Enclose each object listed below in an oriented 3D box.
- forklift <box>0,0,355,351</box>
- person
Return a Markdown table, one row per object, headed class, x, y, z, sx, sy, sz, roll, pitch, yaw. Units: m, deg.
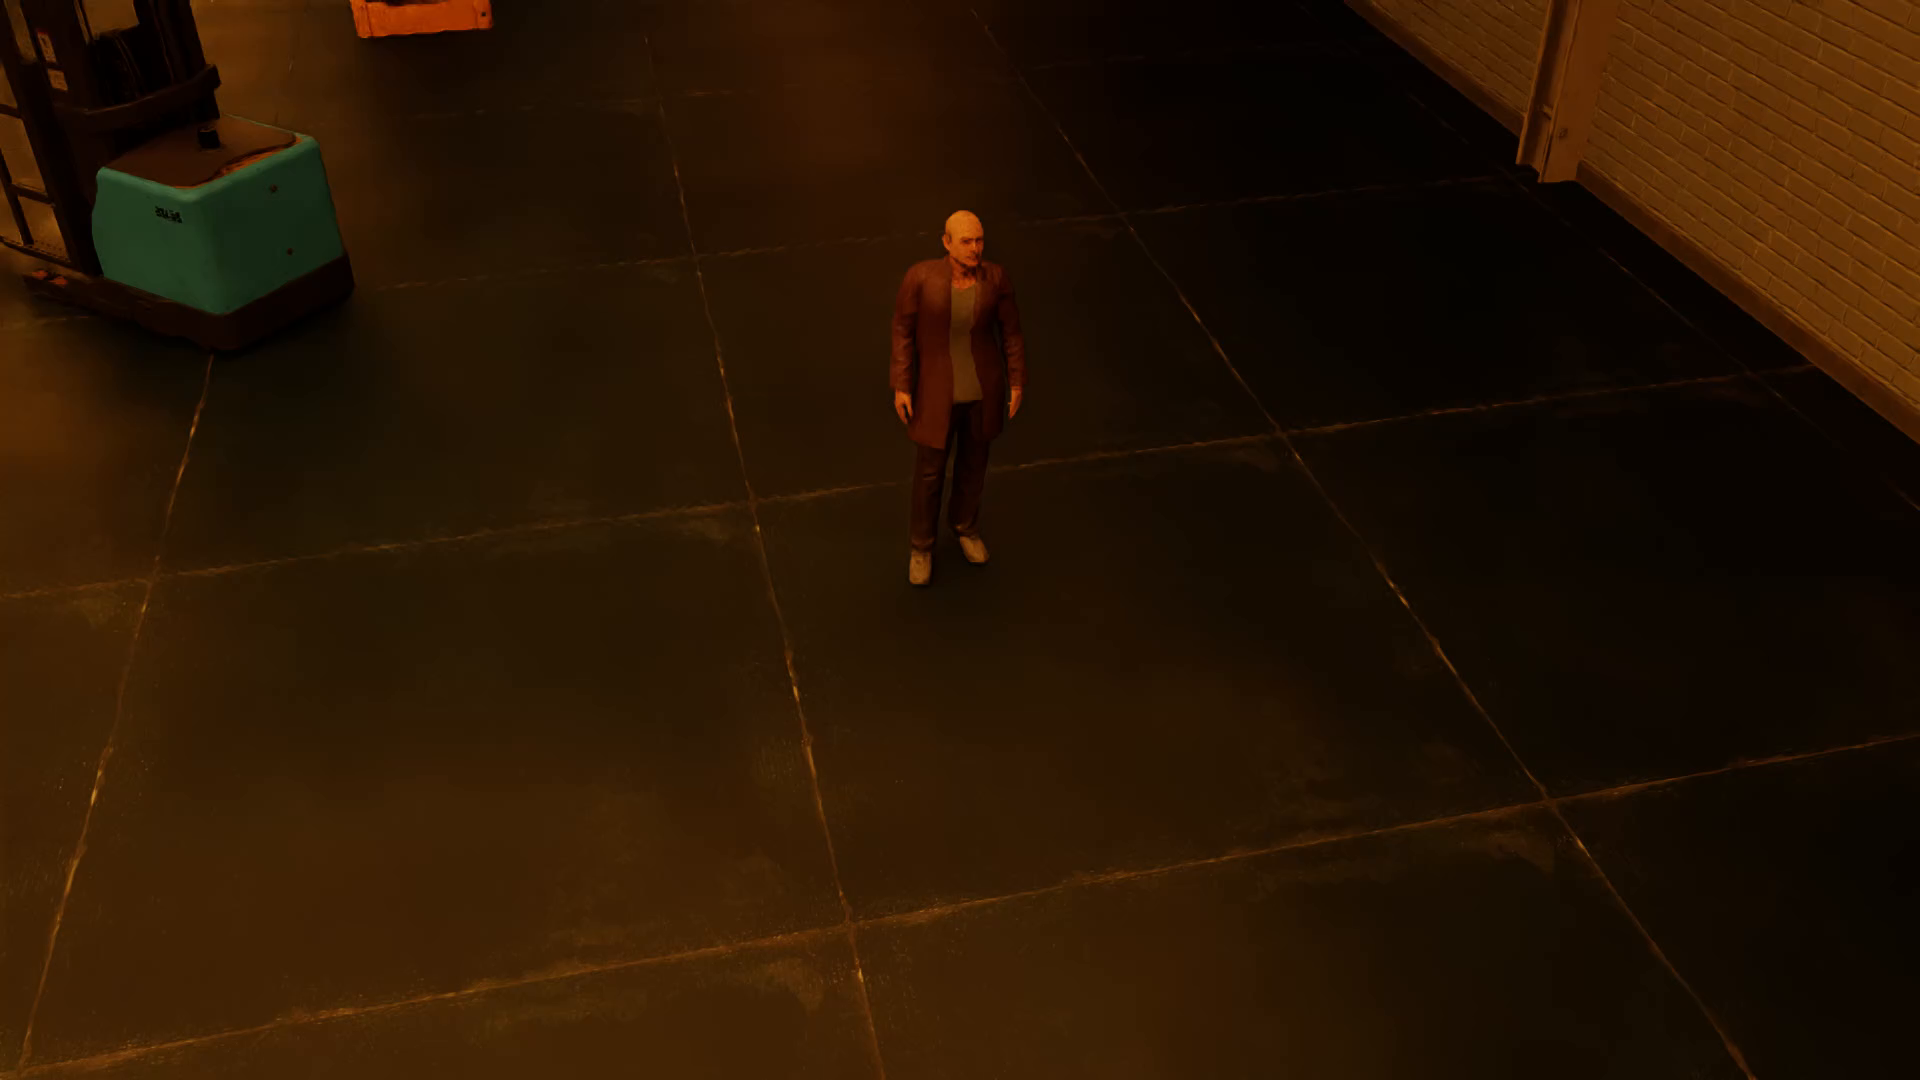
| class | x | y | z | sx | sy | sz | roll | pitch | yaw |
| --- | --- | --- | --- | --- | --- | --- | --- | --- | --- |
| forklift | -5.436 | -2.954 | 10.154 | 3.031 | 2.935 | 1.130 | 18 | 40 | 24 |
| person | 0.016 | -0.675 | 7.963 | 0.694 | 1.776 | 0.580 | -8 | 36 | -11 |
